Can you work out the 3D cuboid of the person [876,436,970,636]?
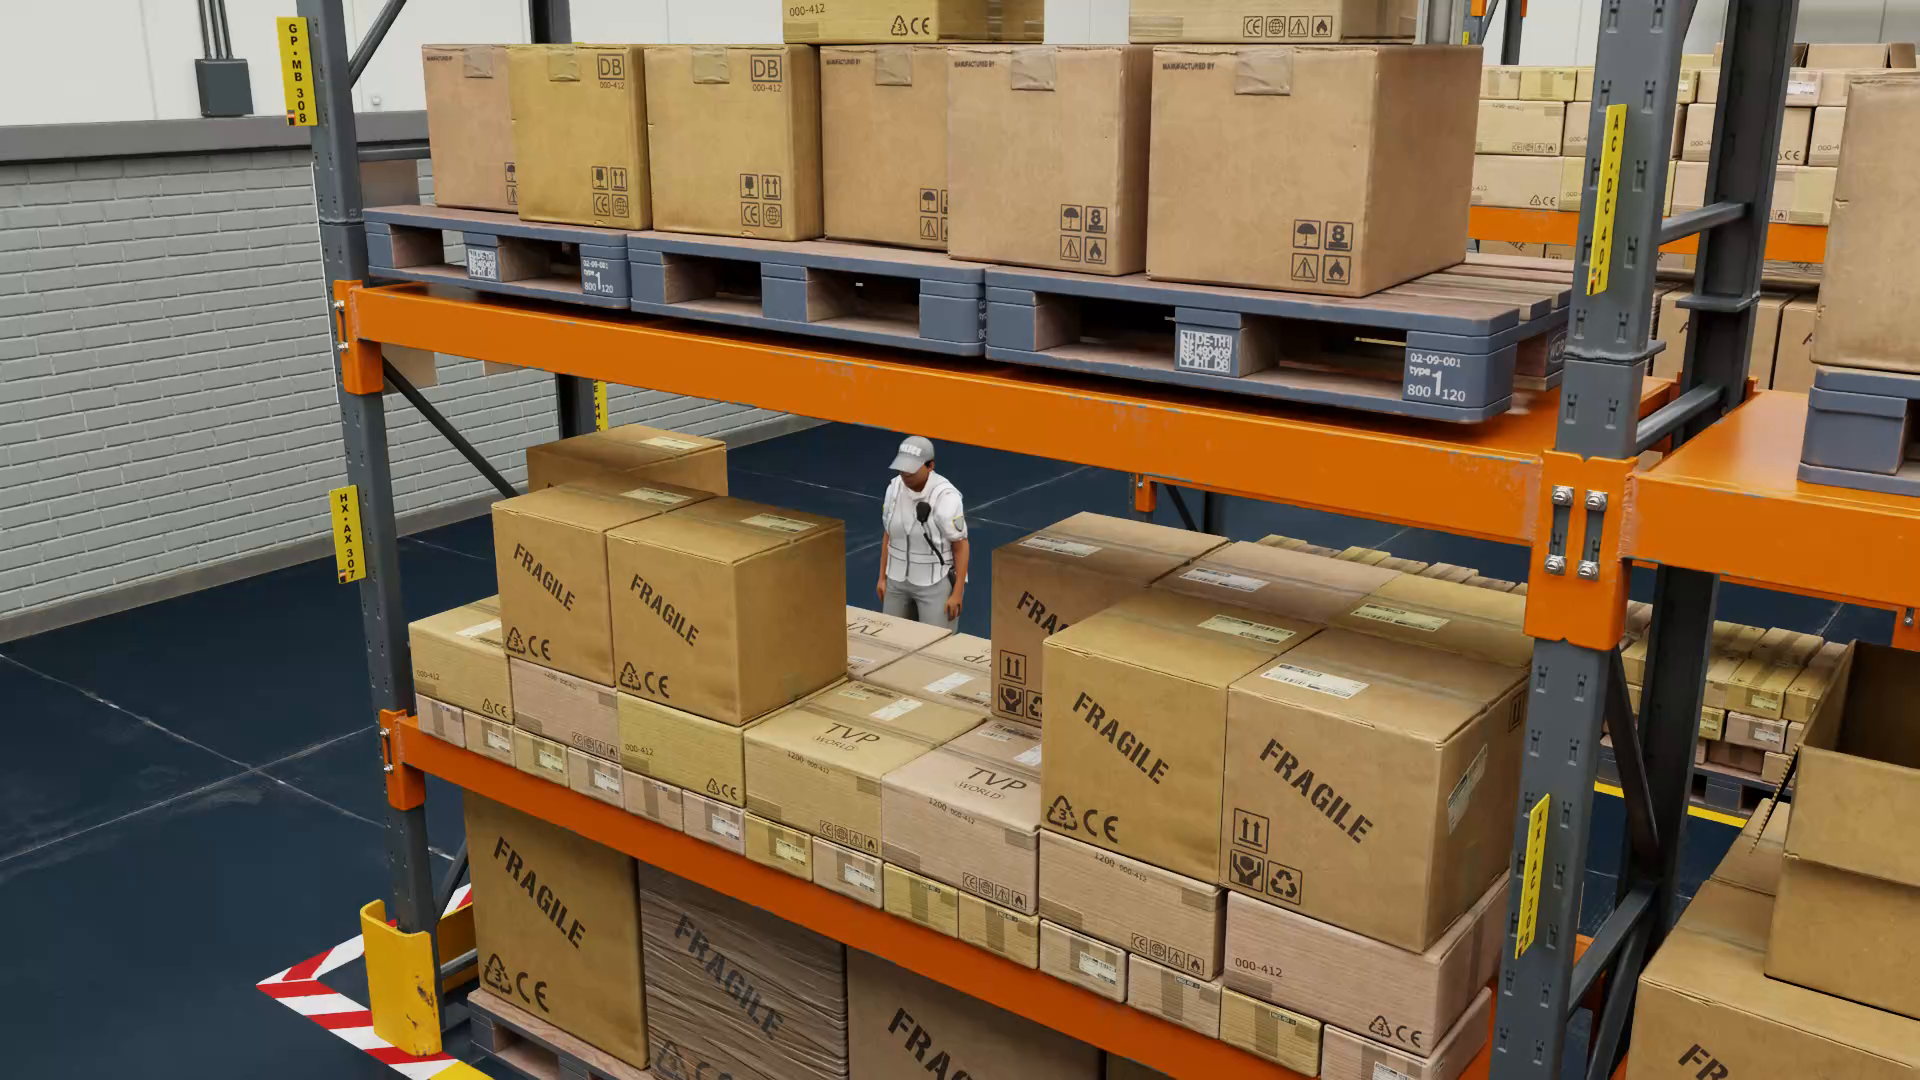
[{"bbox_3d":[-0.222,0.252,8.688,0.554,1.665,0.468,11,20,32],"label":"person"}]
